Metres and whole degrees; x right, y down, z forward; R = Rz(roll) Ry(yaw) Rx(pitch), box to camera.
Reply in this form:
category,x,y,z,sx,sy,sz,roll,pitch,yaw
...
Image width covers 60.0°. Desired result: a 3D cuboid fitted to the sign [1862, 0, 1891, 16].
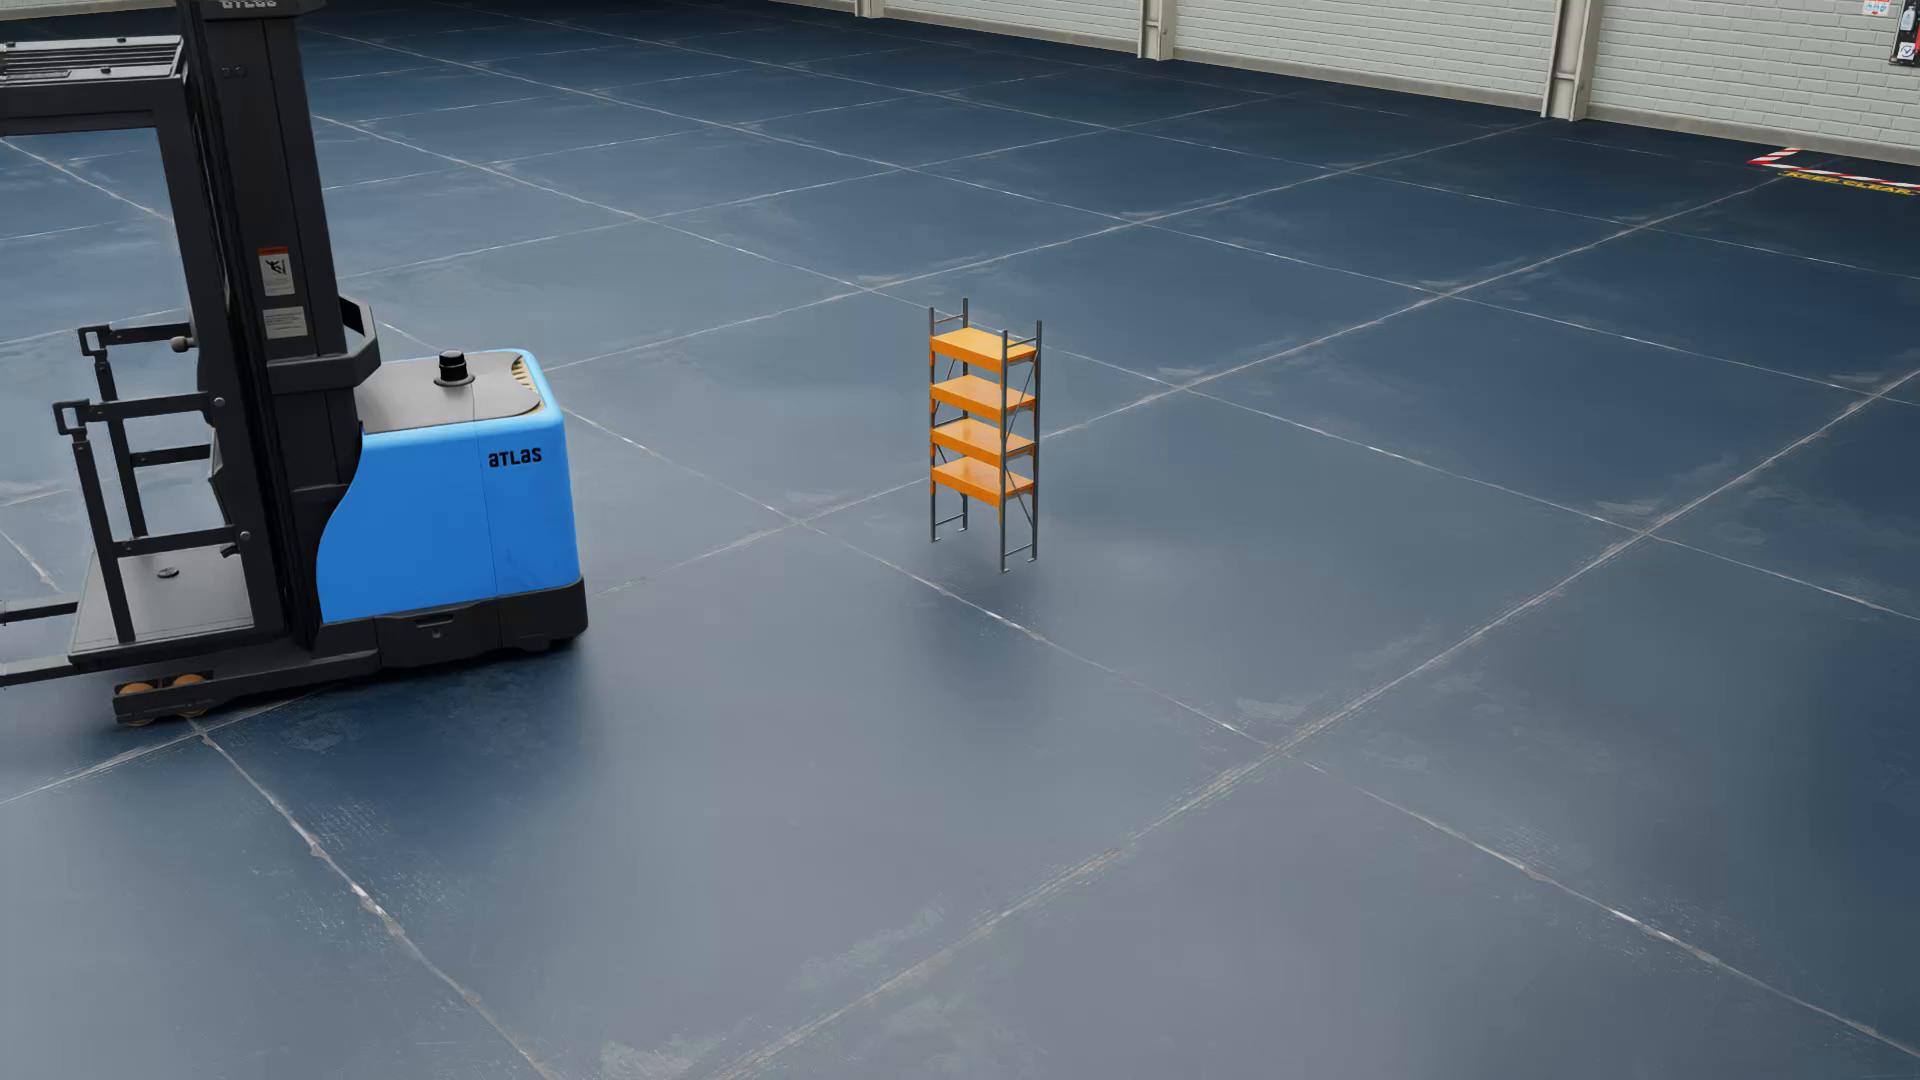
category,x,y,z,sx,sy,sz,roll,pitch,yaw
sign,8.901,-5.258,16.118,0.001,0.329,0.234,-21,32,-38

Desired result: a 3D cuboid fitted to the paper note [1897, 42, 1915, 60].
category,x,y,z,sx,sy,sz,roll,pitch,yaw
paper note,9.133,-4.717,16.038,0.016,0.148,0.142,-21,32,-38

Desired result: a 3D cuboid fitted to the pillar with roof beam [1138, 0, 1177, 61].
category,x,y,z,sx,sy,sz,roll,pitch,yaw
pillar with roof beam,-0.479,-9.429,18.077,9.100,9.000,0.400,-21,32,-38

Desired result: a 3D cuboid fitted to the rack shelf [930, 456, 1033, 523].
category,x,y,z,sx,sy,sz,roll,pitch,yaw
rack shelf,0.113,-0.254,8.001,0.258,0.148,0.480,-21,32,-38

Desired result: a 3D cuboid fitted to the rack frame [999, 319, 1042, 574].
category,x,y,z,sx,sy,sz,roll,pitch,yaw
rack frame,0.280,-0.422,7.729,0.240,1.200,0.015,-21,32,-38

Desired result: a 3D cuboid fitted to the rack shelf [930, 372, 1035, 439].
category,x,y,z,sx,sy,sz,roll,pitch,yaw
rack shelf,0.113,-0.638,7.826,0.258,0.148,0.480,-21,32,-38

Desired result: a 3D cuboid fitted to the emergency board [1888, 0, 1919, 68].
category,x,y,z,sx,sy,sz,roll,pitch,yaw
emergency board,9.211,-5.053,15.712,0.157,1.169,0.626,-21,32,-38

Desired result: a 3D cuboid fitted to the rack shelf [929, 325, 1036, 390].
category,x,y,z,sx,sy,sz,roll,pitch,yaw
rack shelf,0.113,-0.853,7.728,0.258,0.148,0.480,-21,32,-38

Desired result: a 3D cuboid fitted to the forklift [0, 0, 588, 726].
category,x,y,z,sx,sy,sz,roll,pitch,yaw
forklift,-3.192,-0.841,6.562,3.031,2.935,1.130,-9,26,-19

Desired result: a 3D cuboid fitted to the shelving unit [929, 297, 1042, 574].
category,x,y,z,sx,sy,sz,roll,pitch,yaw
shelving unit,0.113,-0.496,7.891,0.258,1.200,0.503,-21,32,-38

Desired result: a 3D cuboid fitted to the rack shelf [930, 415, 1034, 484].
category,x,y,z,sx,sy,sz,roll,pitch,yaw
rack shelf,0.113,-0.435,7.919,0.258,0.148,0.480,-21,32,-38

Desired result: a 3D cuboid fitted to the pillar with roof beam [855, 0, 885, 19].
category,x,y,z,sx,sy,sz,roll,pitch,yaw
pillar with roof beam,-4.580,-11.247,22.062,9.100,9.000,0.400,-21,32,-38

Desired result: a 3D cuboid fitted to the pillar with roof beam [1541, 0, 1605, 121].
category,x,y,z,sx,sy,sz,roll,pitch,yaw
pillar with roof beam,3.621,-7.611,14.092,9.100,9.000,0.400,-21,32,-38

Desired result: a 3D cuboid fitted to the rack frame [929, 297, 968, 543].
category,x,y,z,sx,sy,sz,roll,pitch,yaw
rack frame,-0.054,-0.570,8.053,0.240,1.200,0.015,-21,32,-38
